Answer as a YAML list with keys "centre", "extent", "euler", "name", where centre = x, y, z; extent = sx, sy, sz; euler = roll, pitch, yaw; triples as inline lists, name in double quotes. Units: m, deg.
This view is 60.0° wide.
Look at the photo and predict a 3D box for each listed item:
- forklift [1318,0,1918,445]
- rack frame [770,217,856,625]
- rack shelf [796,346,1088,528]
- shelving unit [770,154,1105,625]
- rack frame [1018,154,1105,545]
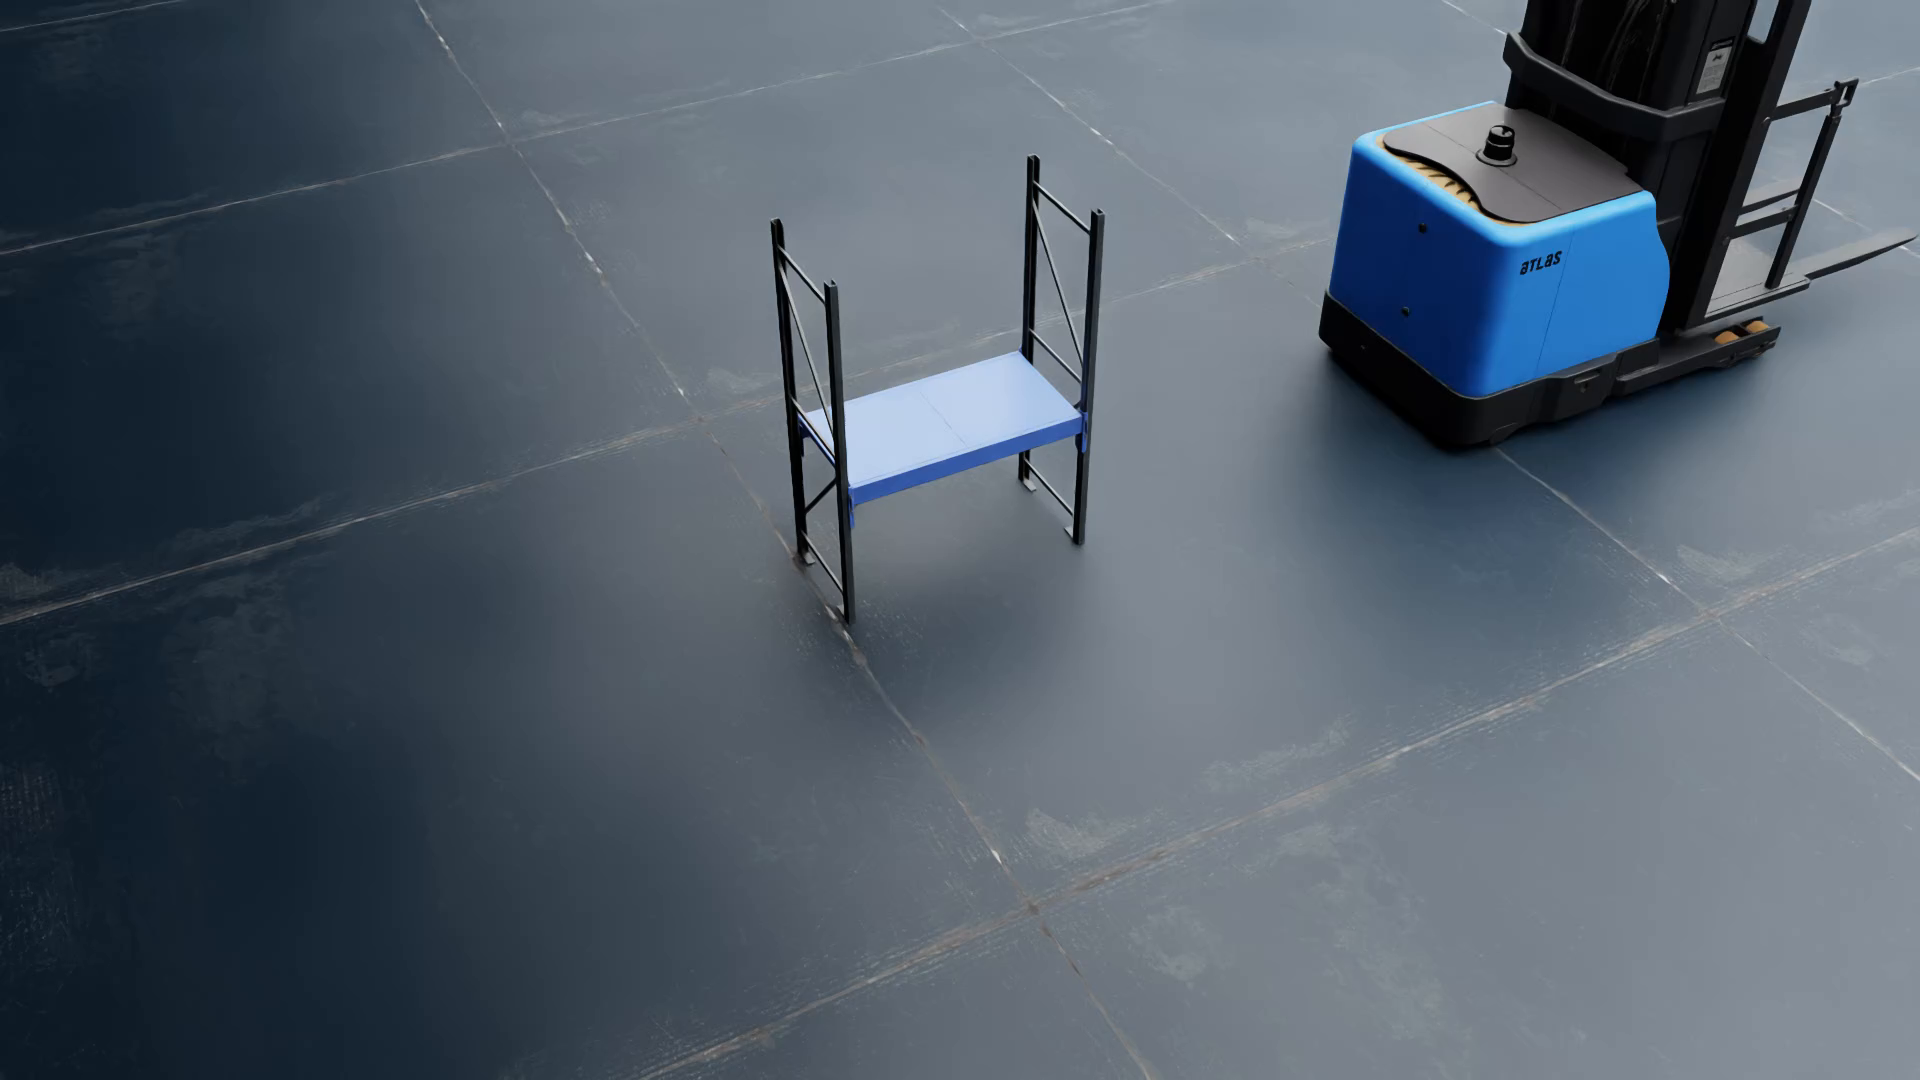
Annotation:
- centre: [3.224, -2.198, 7.078]
  extent: [3.031, 2.935, 1.130]
  euler: [-19, 44, -21]
  name: "forklift"
- centre: [-0.527, -0.395, 6.056]
  extent: [0.032, 1.500, 0.500]
  euler: [-19, 44, -21]
  name: "rack frame"
- centre: [-0.076, -0.410, 6.352]
  extent: [1.000, 0.185, 0.538]
  euler: [-19, 44, -21]
  name: "rack shelf"
- centre: [-0.076, -0.547, 6.235]
  extent: [1.048, 1.500, 0.538]
  euler: [-19, 44, -21]
  name: "shelving unit"
- centre: [0.375, -0.699, 6.415]
  extent: [0.032, 1.500, 0.500]
  euler: [-19, 44, -21]
  name: "rack frame"
